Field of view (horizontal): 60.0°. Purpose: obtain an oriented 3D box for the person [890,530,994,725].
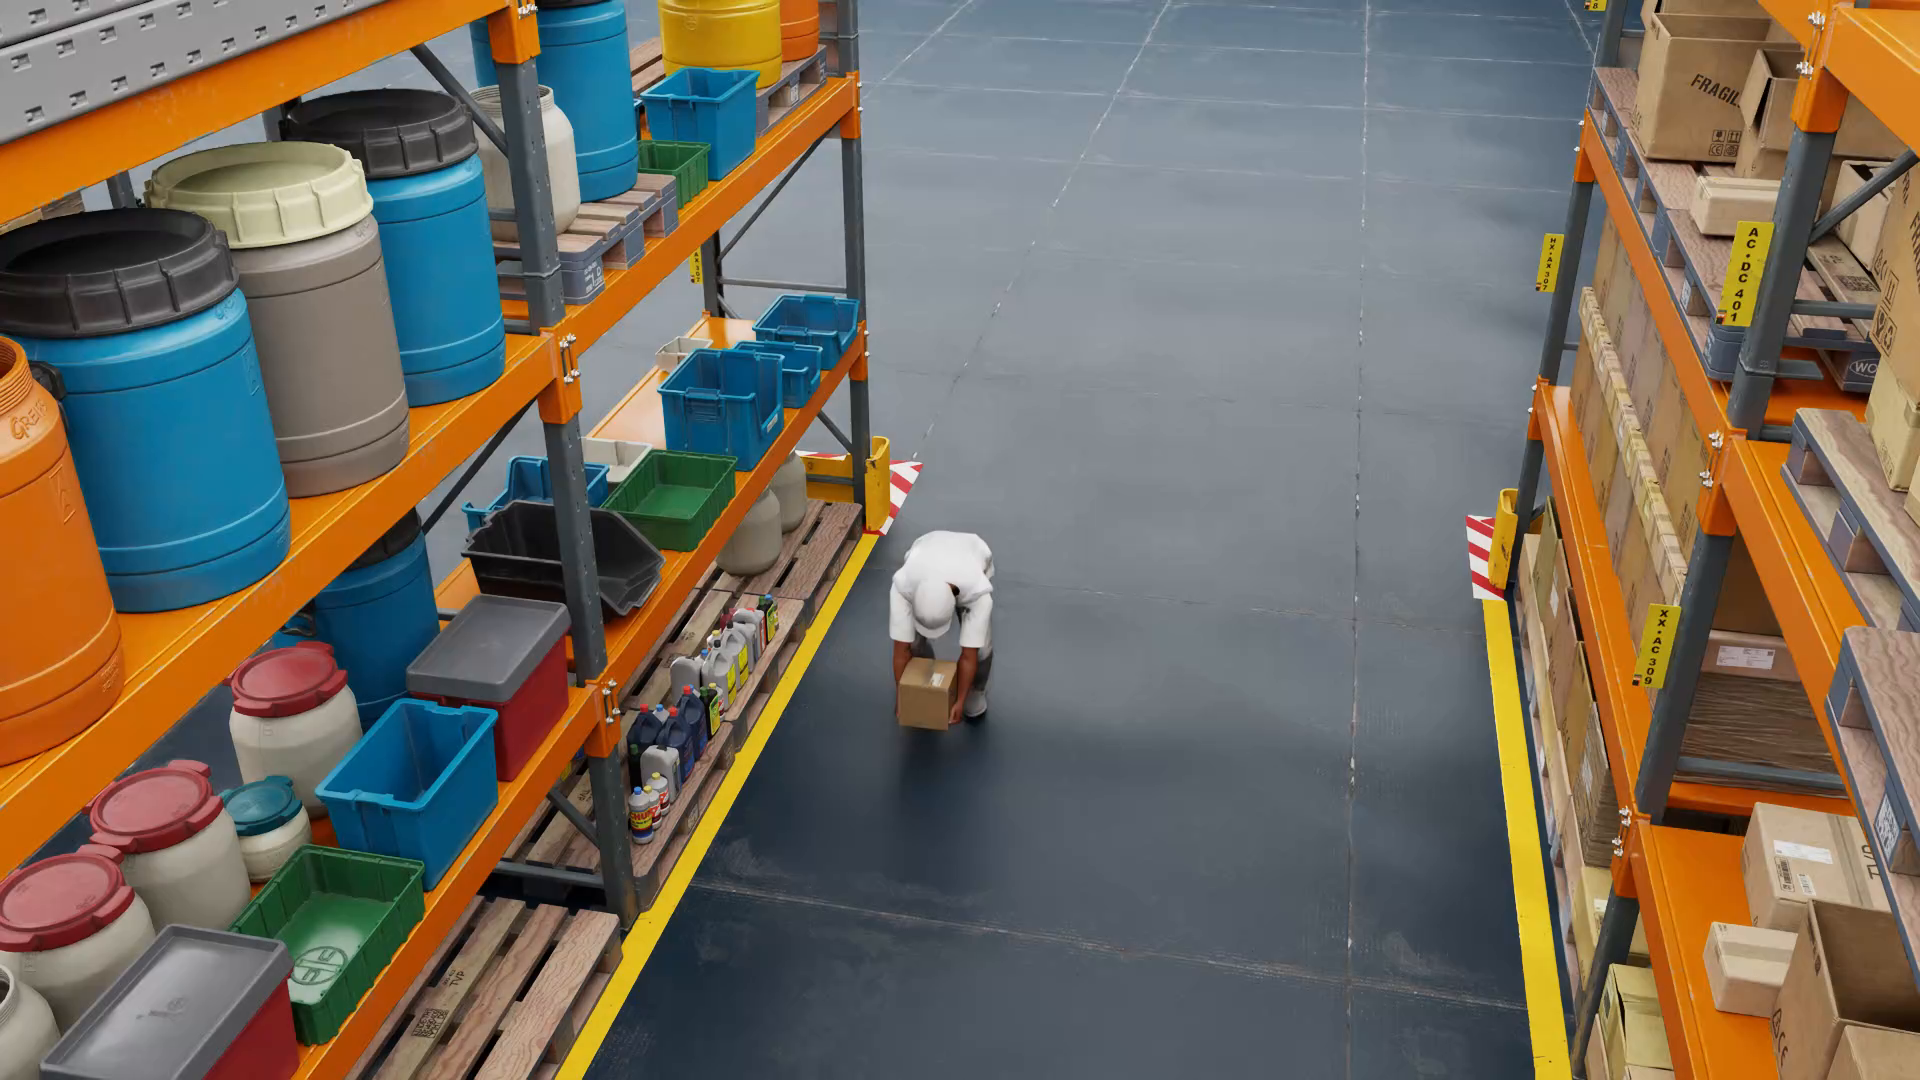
[{"bbox_3d":[-0.075,0.482,8.458,0.515,1.051,0.967,5,29,8],"label":"person"}]
